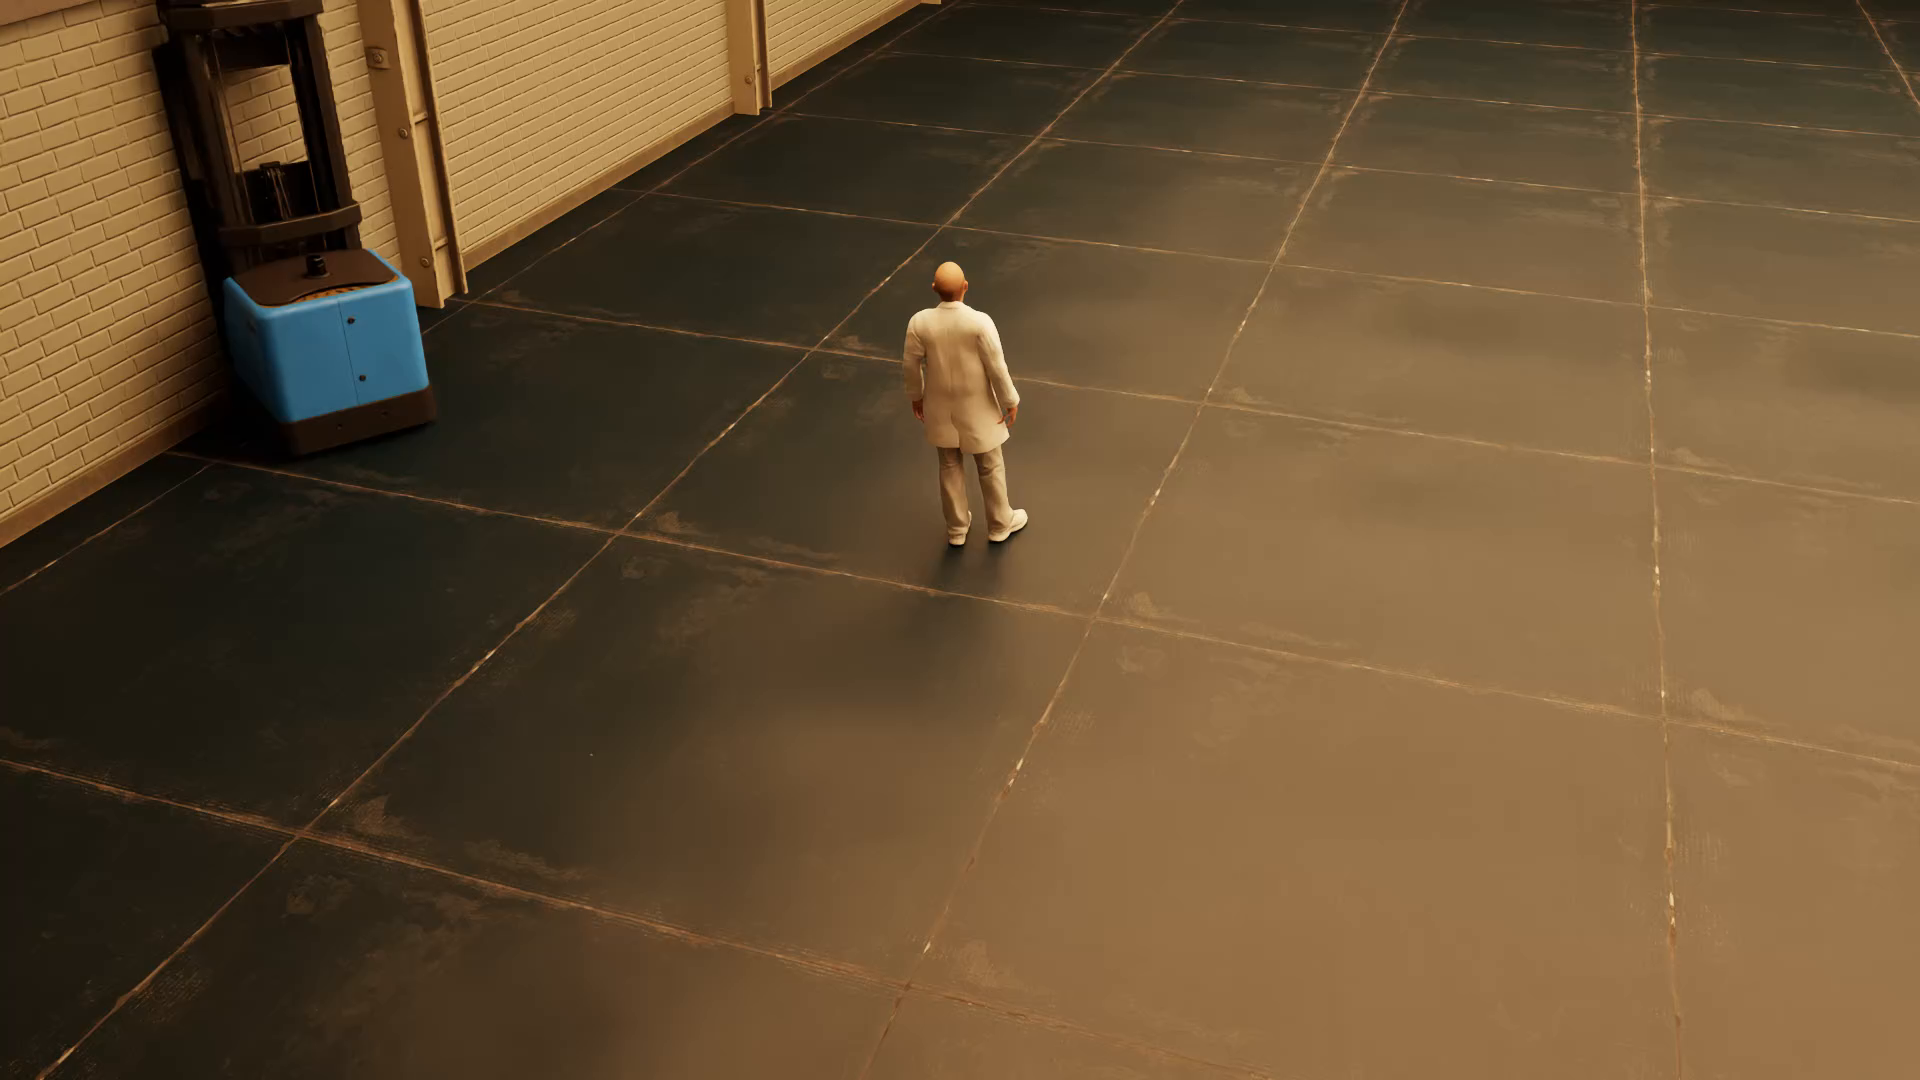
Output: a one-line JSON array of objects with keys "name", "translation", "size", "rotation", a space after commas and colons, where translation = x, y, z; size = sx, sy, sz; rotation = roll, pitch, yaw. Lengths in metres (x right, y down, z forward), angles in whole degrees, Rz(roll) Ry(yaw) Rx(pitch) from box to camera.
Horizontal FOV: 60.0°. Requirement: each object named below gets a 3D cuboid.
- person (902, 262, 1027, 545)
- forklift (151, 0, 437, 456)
[{"name": "person", "translation": [0.034, -0.820, 9.725], "size": [0.696, 1.775, 0.581], "rotation": [10, 31, 16]}, {"name": "forklift", "translation": [-4.874, -2.496, 11.516], "size": [1.130, 2.935, 3.031], "rotation": [-20, 35, -31]}]
